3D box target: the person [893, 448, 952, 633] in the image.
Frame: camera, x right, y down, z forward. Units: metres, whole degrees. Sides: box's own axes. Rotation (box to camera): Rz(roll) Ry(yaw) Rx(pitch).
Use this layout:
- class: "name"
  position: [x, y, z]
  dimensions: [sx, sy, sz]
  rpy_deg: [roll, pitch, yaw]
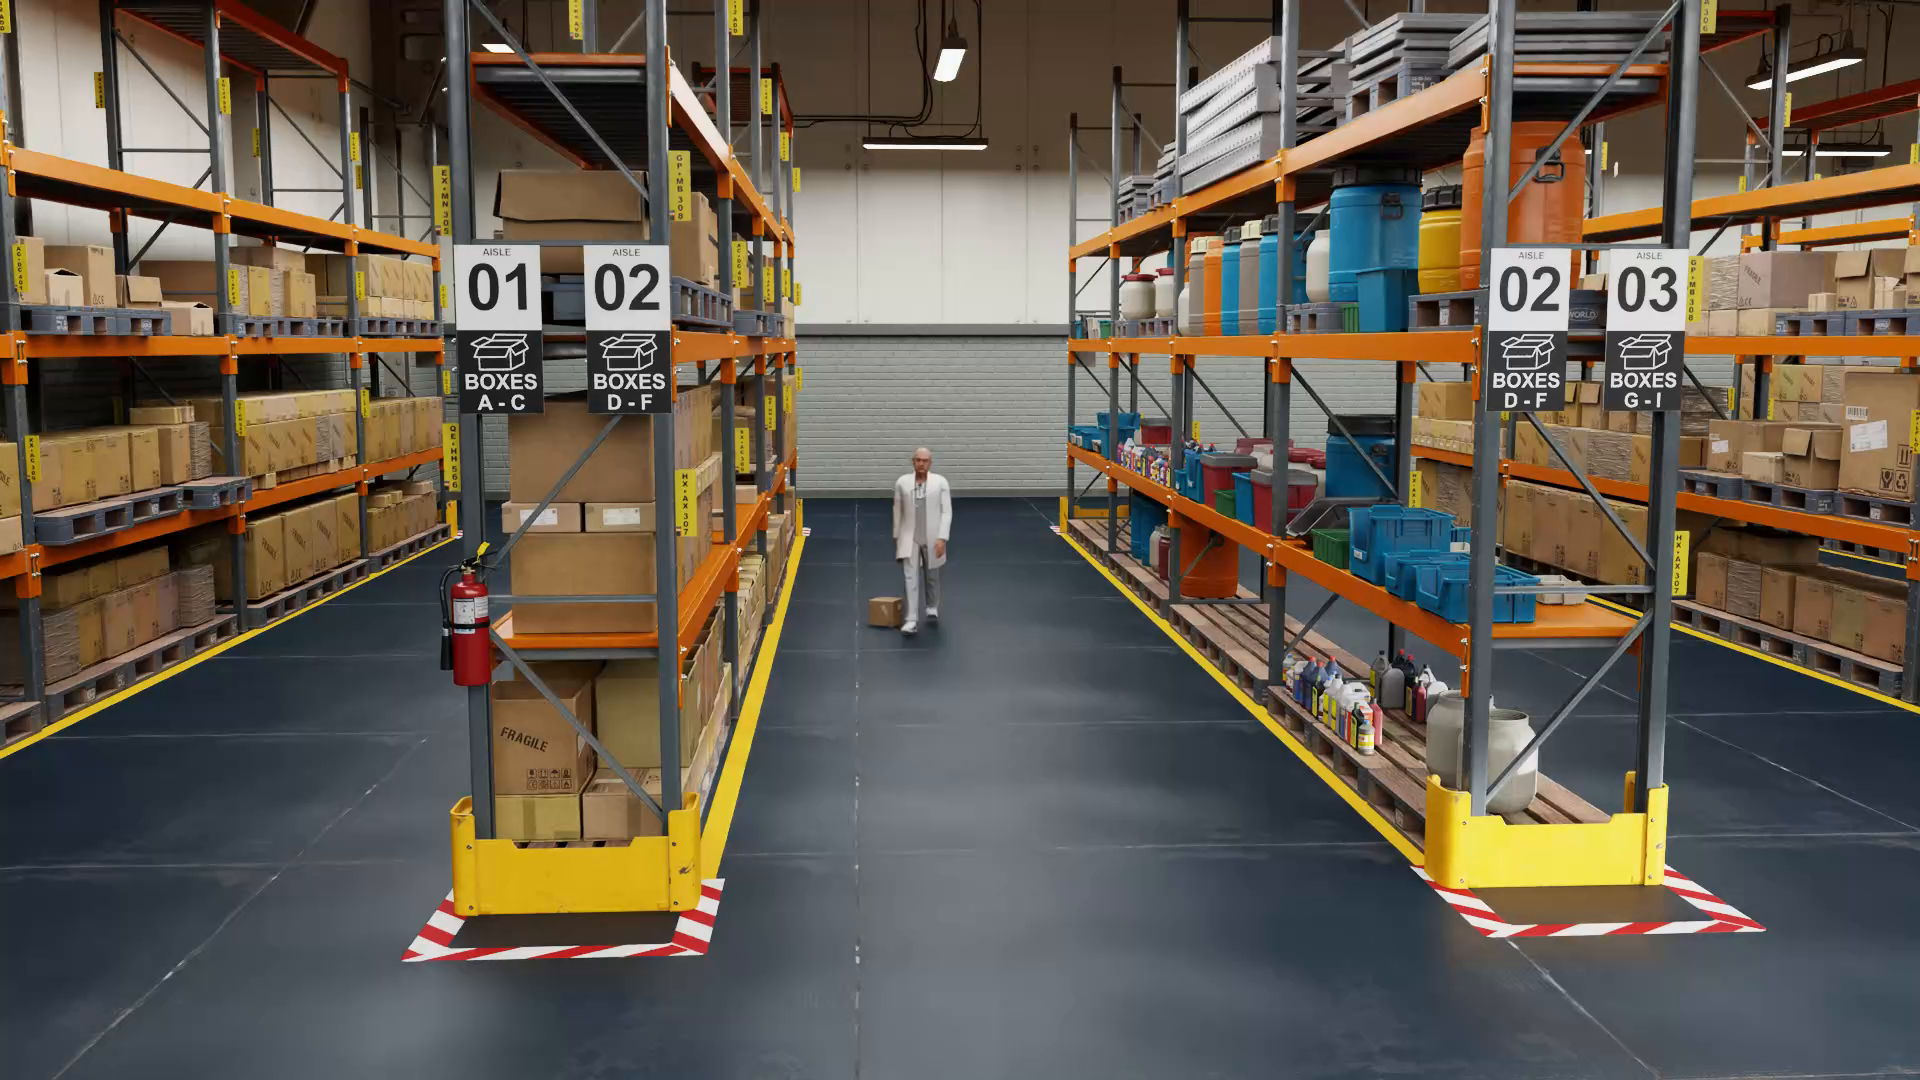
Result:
- class: "person"
  position: [-0.361, -0.016, 15.925]
  dimensions: [0.576, 1.736, 1.112]
  rpy_deg: [0, 7, -1]
